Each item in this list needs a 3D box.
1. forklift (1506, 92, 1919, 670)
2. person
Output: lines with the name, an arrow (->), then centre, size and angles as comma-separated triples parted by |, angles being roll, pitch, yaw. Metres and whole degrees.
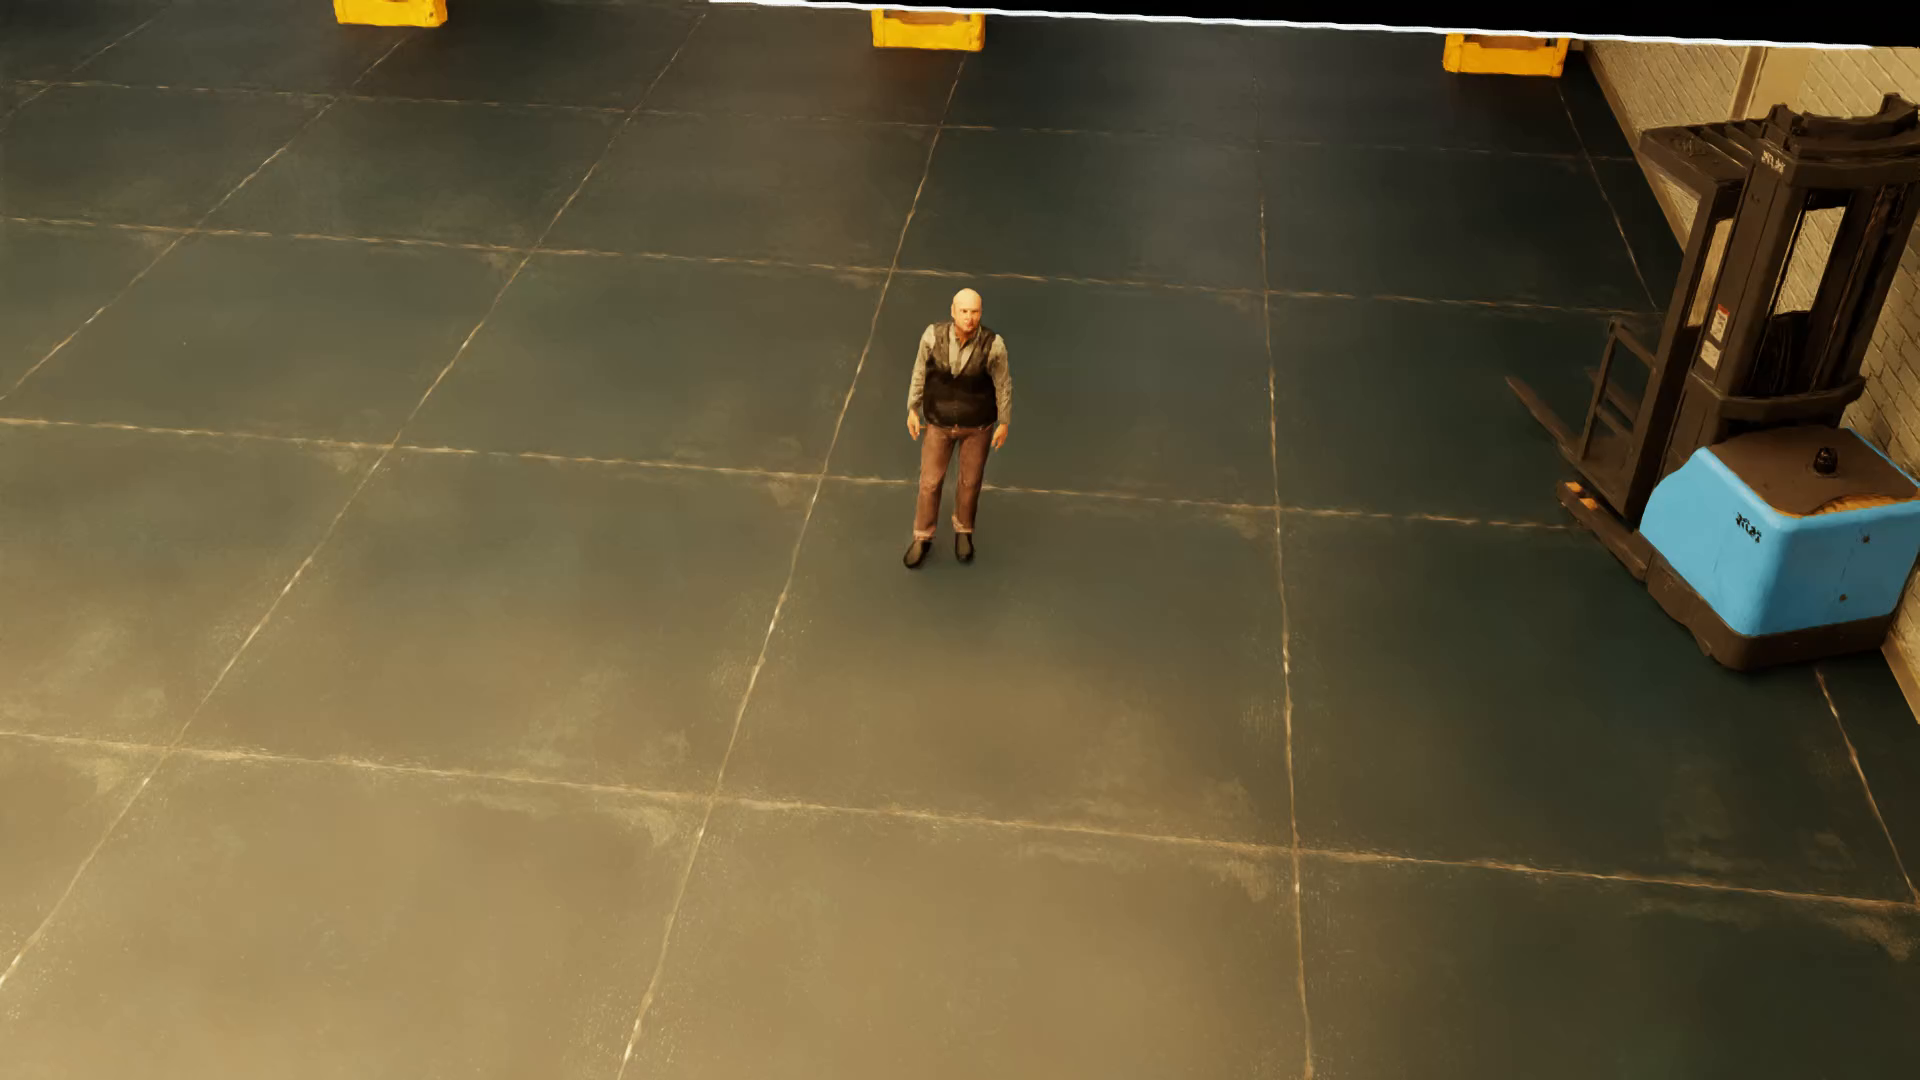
forklift -> 4.501, -1.320, 9.821 | 1.130, 2.935, 3.031 | -8, 37, -10
person -> -0.016, -0.663, 9.936 | 0.632, 1.720, 0.567 | 4, 37, 6
